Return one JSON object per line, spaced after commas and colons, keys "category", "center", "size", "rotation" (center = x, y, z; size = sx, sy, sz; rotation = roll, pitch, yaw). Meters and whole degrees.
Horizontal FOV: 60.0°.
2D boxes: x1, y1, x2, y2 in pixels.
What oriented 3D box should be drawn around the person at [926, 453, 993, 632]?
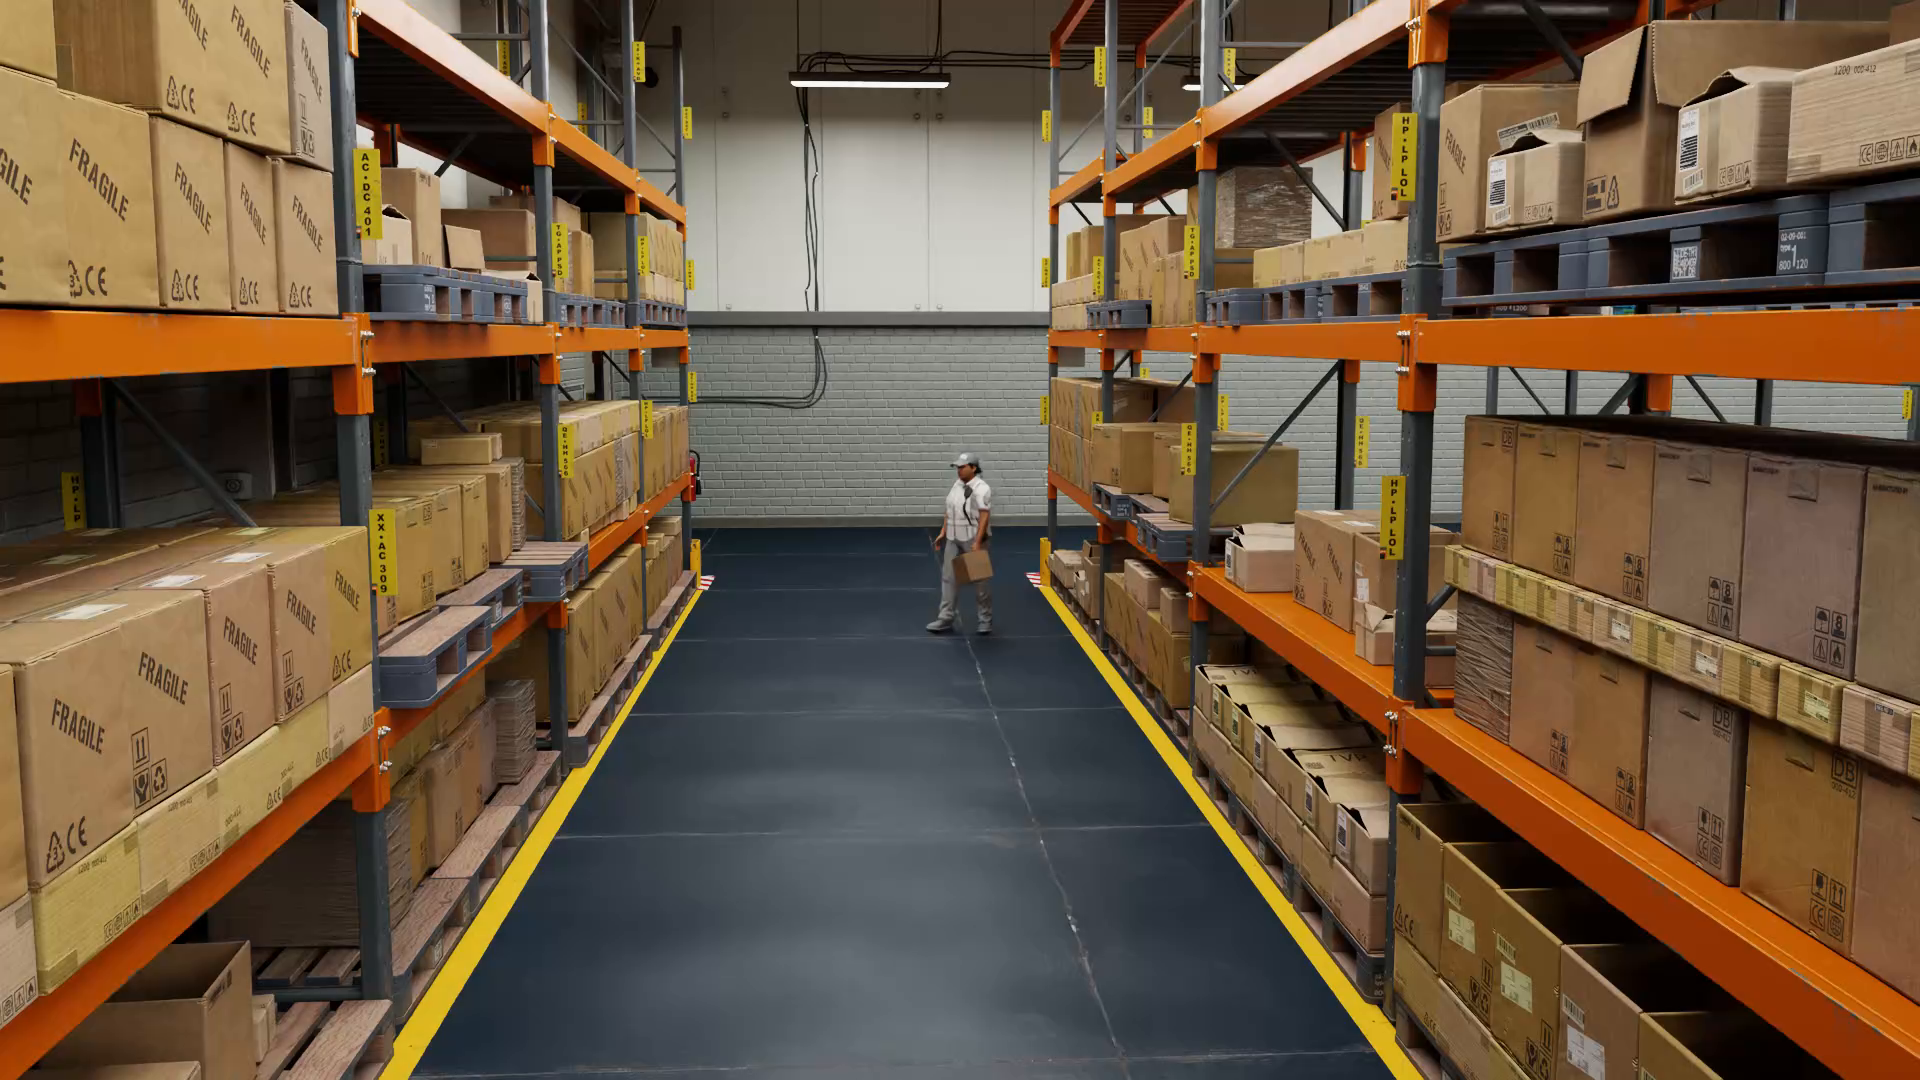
{"category": "person", "center": [0.011, 0.021, 15.455], "size": [0.565, 1.661, 0.585], "rotation": [-7, 10, -44]}
